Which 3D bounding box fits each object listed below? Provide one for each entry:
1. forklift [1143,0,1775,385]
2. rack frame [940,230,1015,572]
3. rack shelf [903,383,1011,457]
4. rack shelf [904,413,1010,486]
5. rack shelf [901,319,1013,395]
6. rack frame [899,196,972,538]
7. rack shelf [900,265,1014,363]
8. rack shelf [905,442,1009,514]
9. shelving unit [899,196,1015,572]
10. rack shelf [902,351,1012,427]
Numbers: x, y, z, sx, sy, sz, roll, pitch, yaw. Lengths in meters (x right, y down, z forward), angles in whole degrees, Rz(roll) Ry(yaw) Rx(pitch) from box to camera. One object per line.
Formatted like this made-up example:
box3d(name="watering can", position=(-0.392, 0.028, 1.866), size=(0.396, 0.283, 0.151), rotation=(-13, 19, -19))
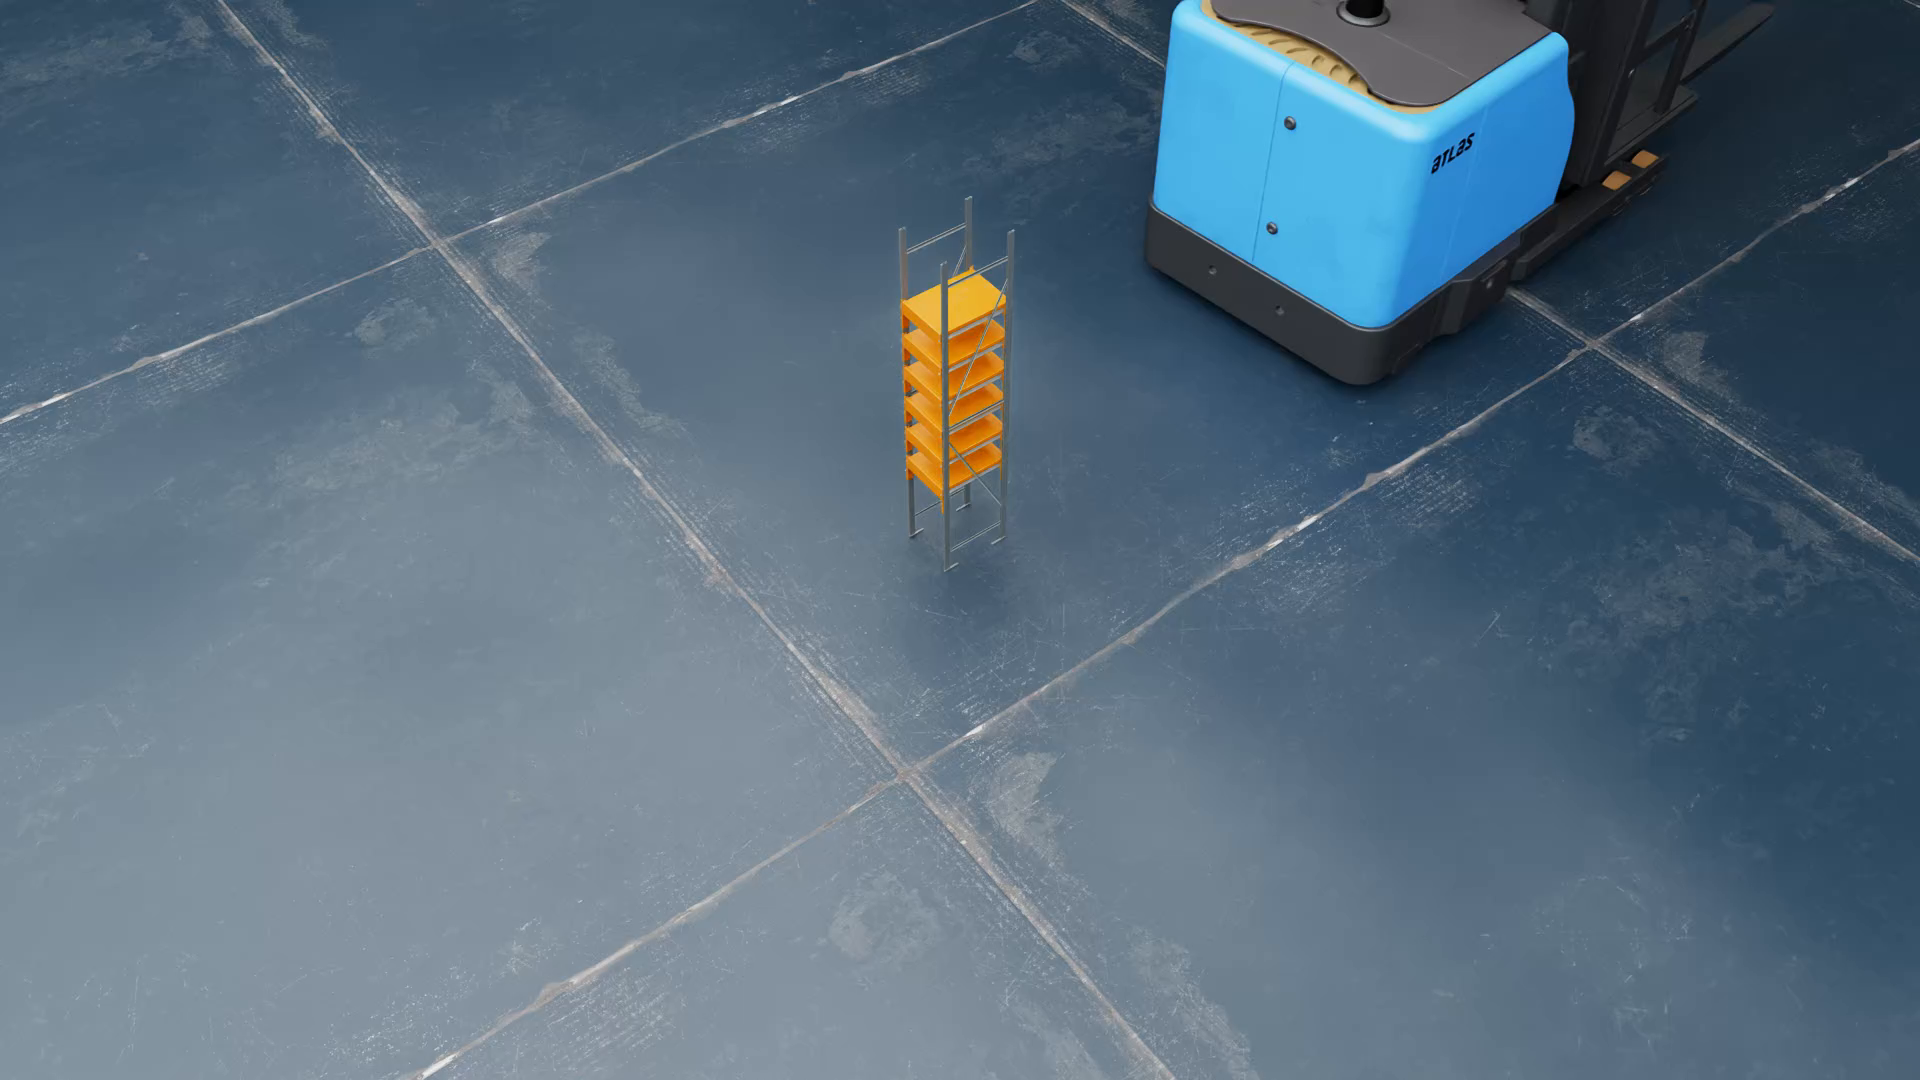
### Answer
box3d(name="forklift", position=(2.090, -2.479, 5.519), size=(3.031, 2.935, 1.130), rotation=(-35, 57, -27))
box3d(name="rack frame", position=(0.047, -0.358, 4.764), size=(0.240, 1.200, 0.006), rotation=(-29, 54, -24))
box3d(name="rack shelf", position=(-0.009, -0.382, 4.846), size=(0.258, 0.103, 0.180), rotation=(-29, 54, -24))
box3d(name="rack shelf", position=(-0.009, -0.301, 4.935), size=(0.258, 0.103, 0.180), rotation=(-29, 54, -24))
box3d(name="rack shelf", position=(-0.009, -0.543, 4.668), size=(0.258, 0.103, 0.180), rotation=(-29, 54, -24))
box3d(name="rack frame", position=(-0.064, -0.465, 4.862), size=(0.240, 1.200, 0.006), rotation=(-29, 54, -24))
box3d(name="rack shelf", position=(-0.009, -0.623, 4.579), size=(0.258, 0.103, 0.180), rotation=(-29, 54, -24))
box3d(name="rack shelf", position=(-0.009, -0.220, 5.024), size=(0.258, 0.103, 0.180), rotation=(-29, 54, -24))
box3d(name="shelving unit", position=(-0.009, -0.412, 4.813), size=(0.258, 1.200, 0.189), rotation=(-29, 54, -24))
box3d(name="rack shelf", position=(-0.009, -0.462, 4.757), size=(0.258, 0.103, 0.180), rotation=(-29, 54, -24))
